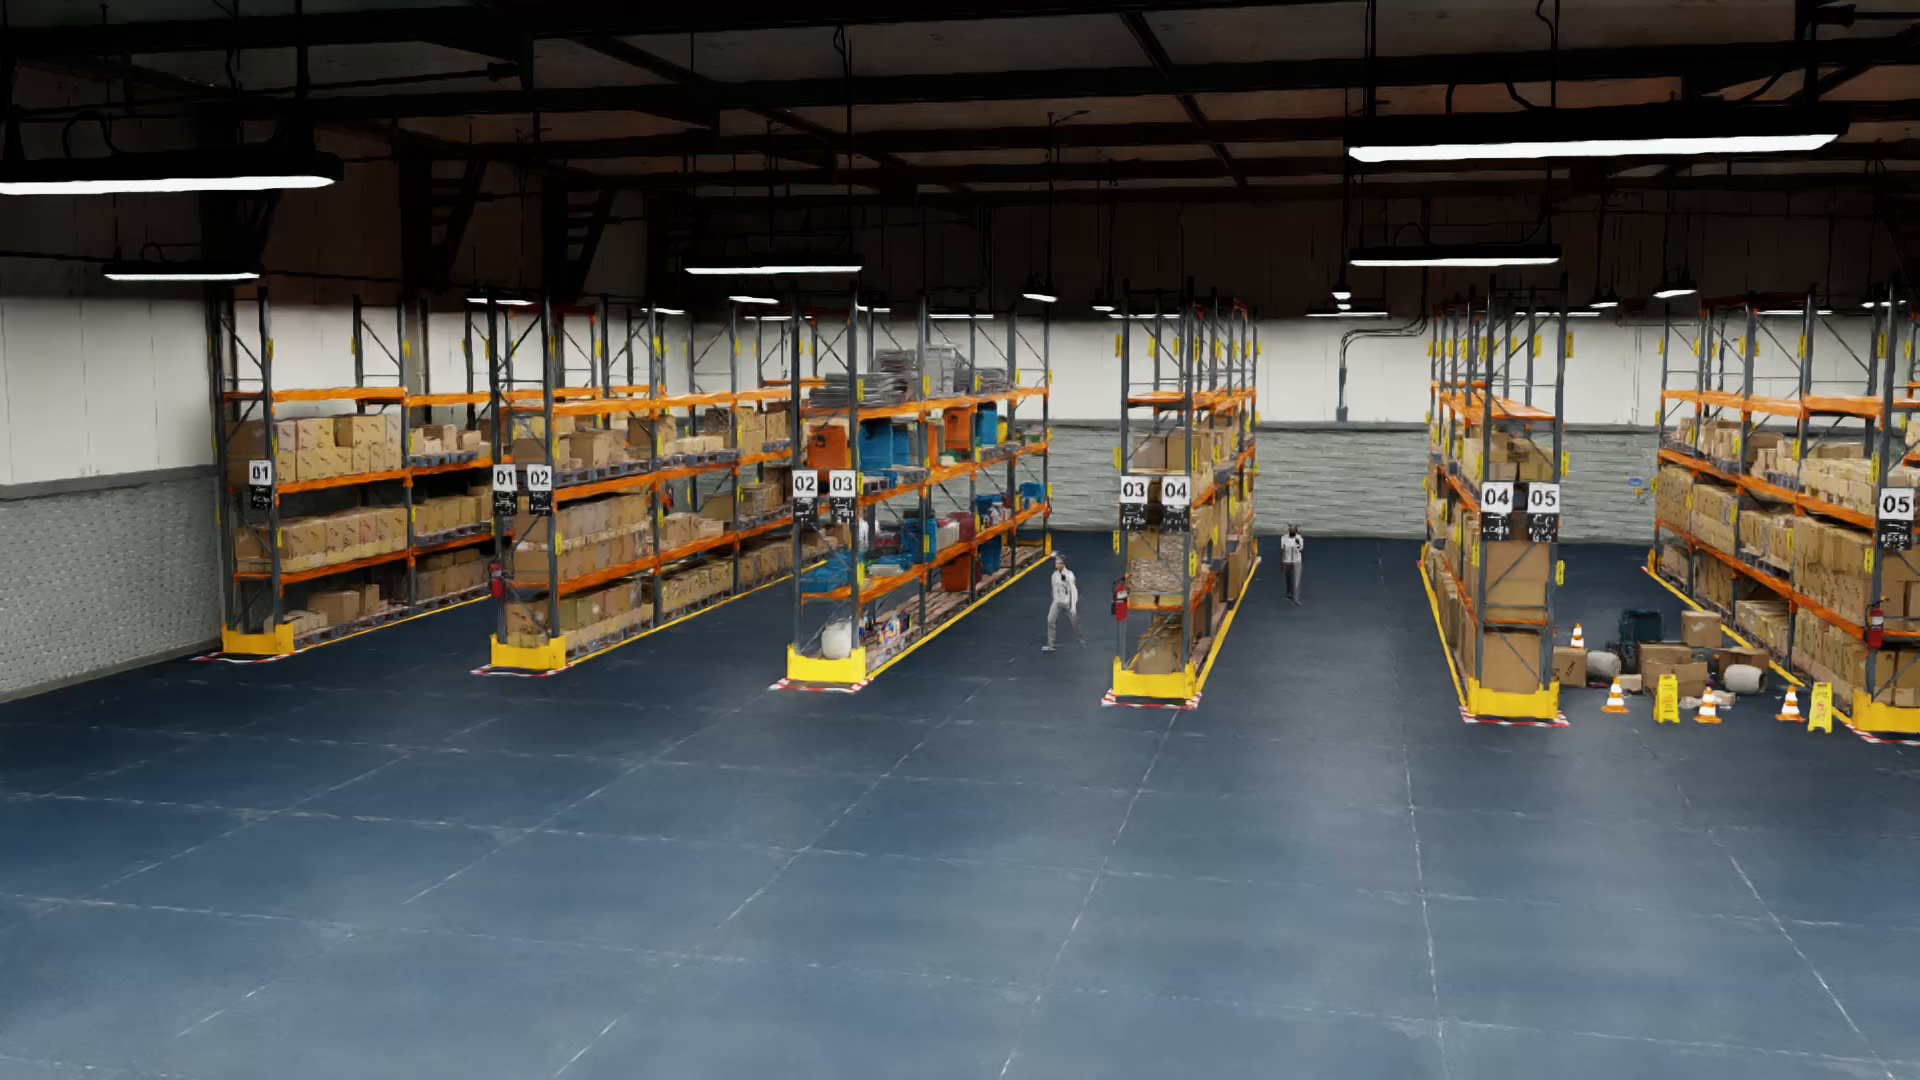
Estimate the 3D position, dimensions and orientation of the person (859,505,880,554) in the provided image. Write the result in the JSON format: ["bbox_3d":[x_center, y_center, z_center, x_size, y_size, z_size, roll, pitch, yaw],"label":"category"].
[{"bbox_3d":[-1.946,0.094,35.305,0.554,1.712,1.020,1,7,12],"label":"person"}]

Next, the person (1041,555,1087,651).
[{"bbox_3d":[1.754,1.022,27.687,0.521,1.611,0.934,4,8,34],"label":"person"}]

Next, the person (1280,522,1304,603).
[{"bbox_3d":[6.562,0.423,32.884,0.456,1.589,1.078,2,7,15],"label":"person"}]
